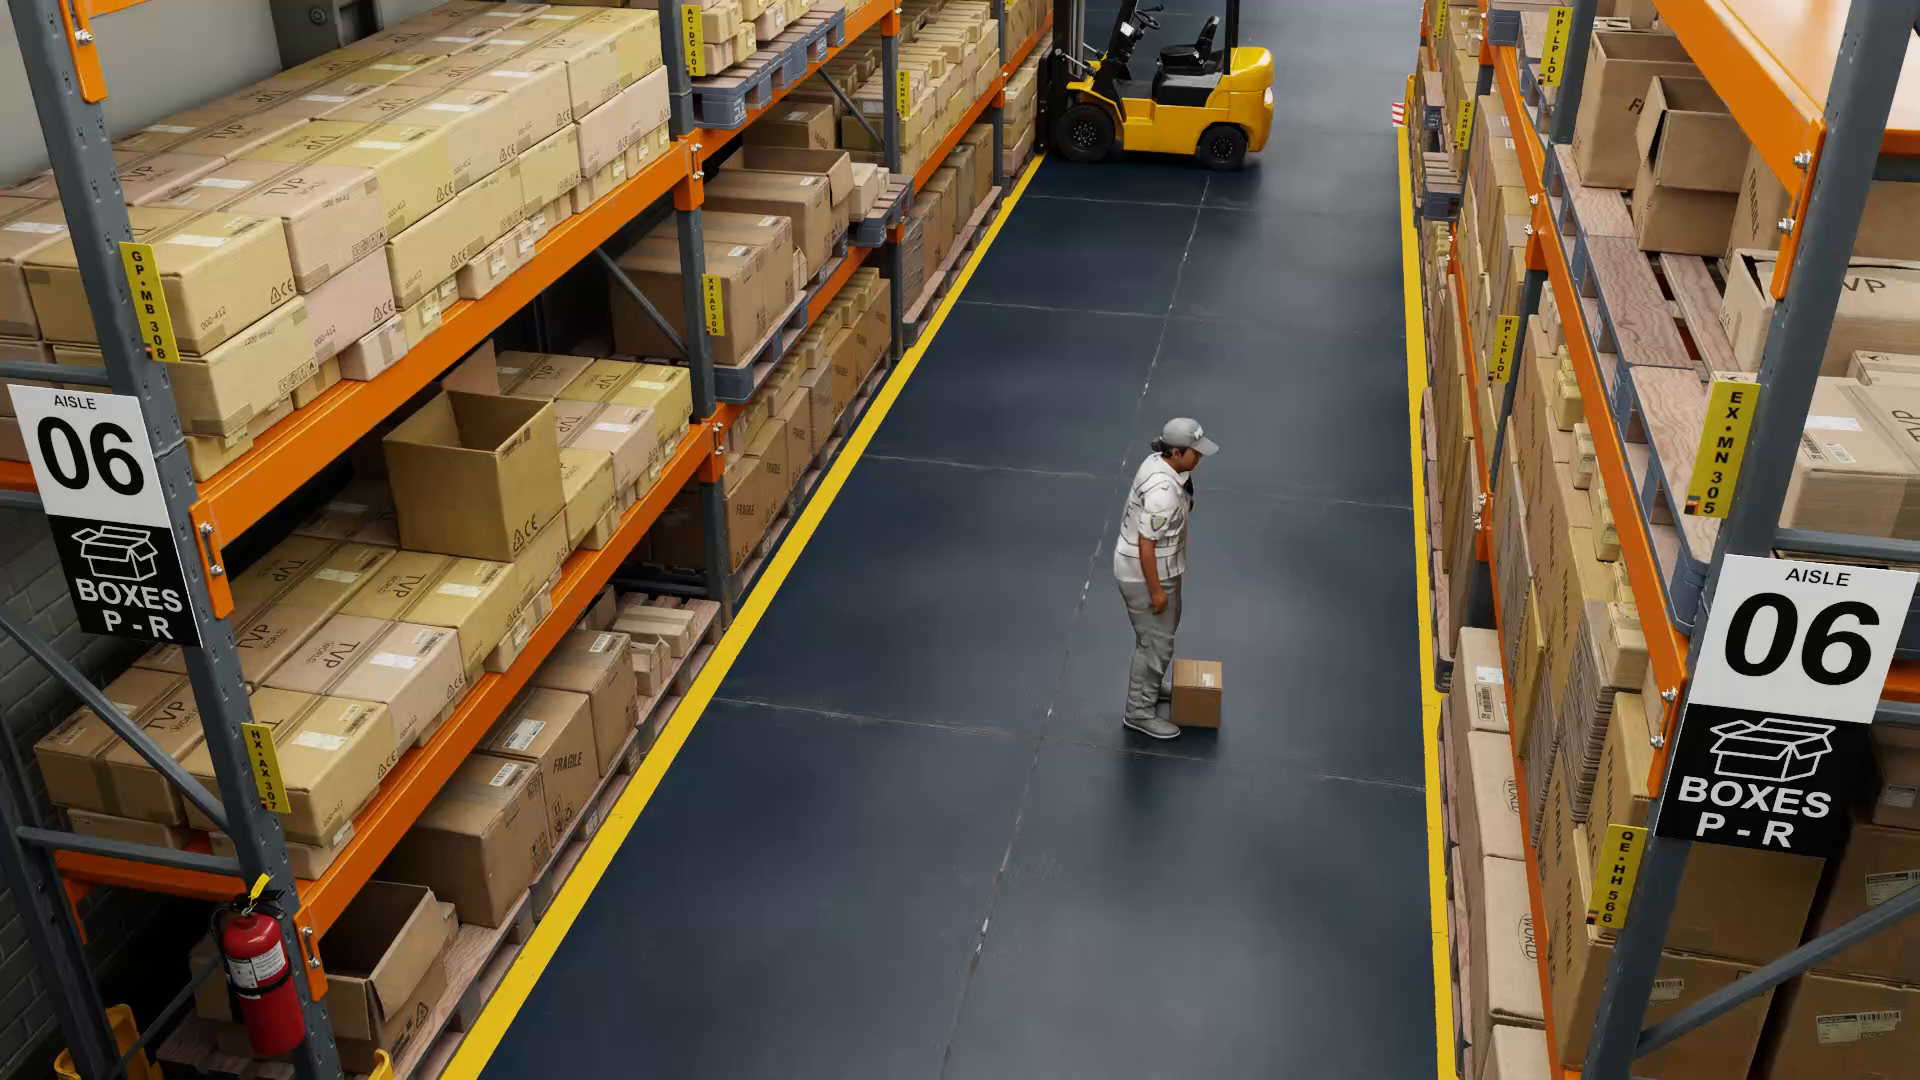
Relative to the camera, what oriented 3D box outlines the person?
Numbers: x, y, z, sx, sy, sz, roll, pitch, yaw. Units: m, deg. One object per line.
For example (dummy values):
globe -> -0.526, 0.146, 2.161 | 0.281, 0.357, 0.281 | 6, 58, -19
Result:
person -> 1.005, 0.159, 8.318 | 0.469, 1.665, 0.537 | 6, 30, 11
